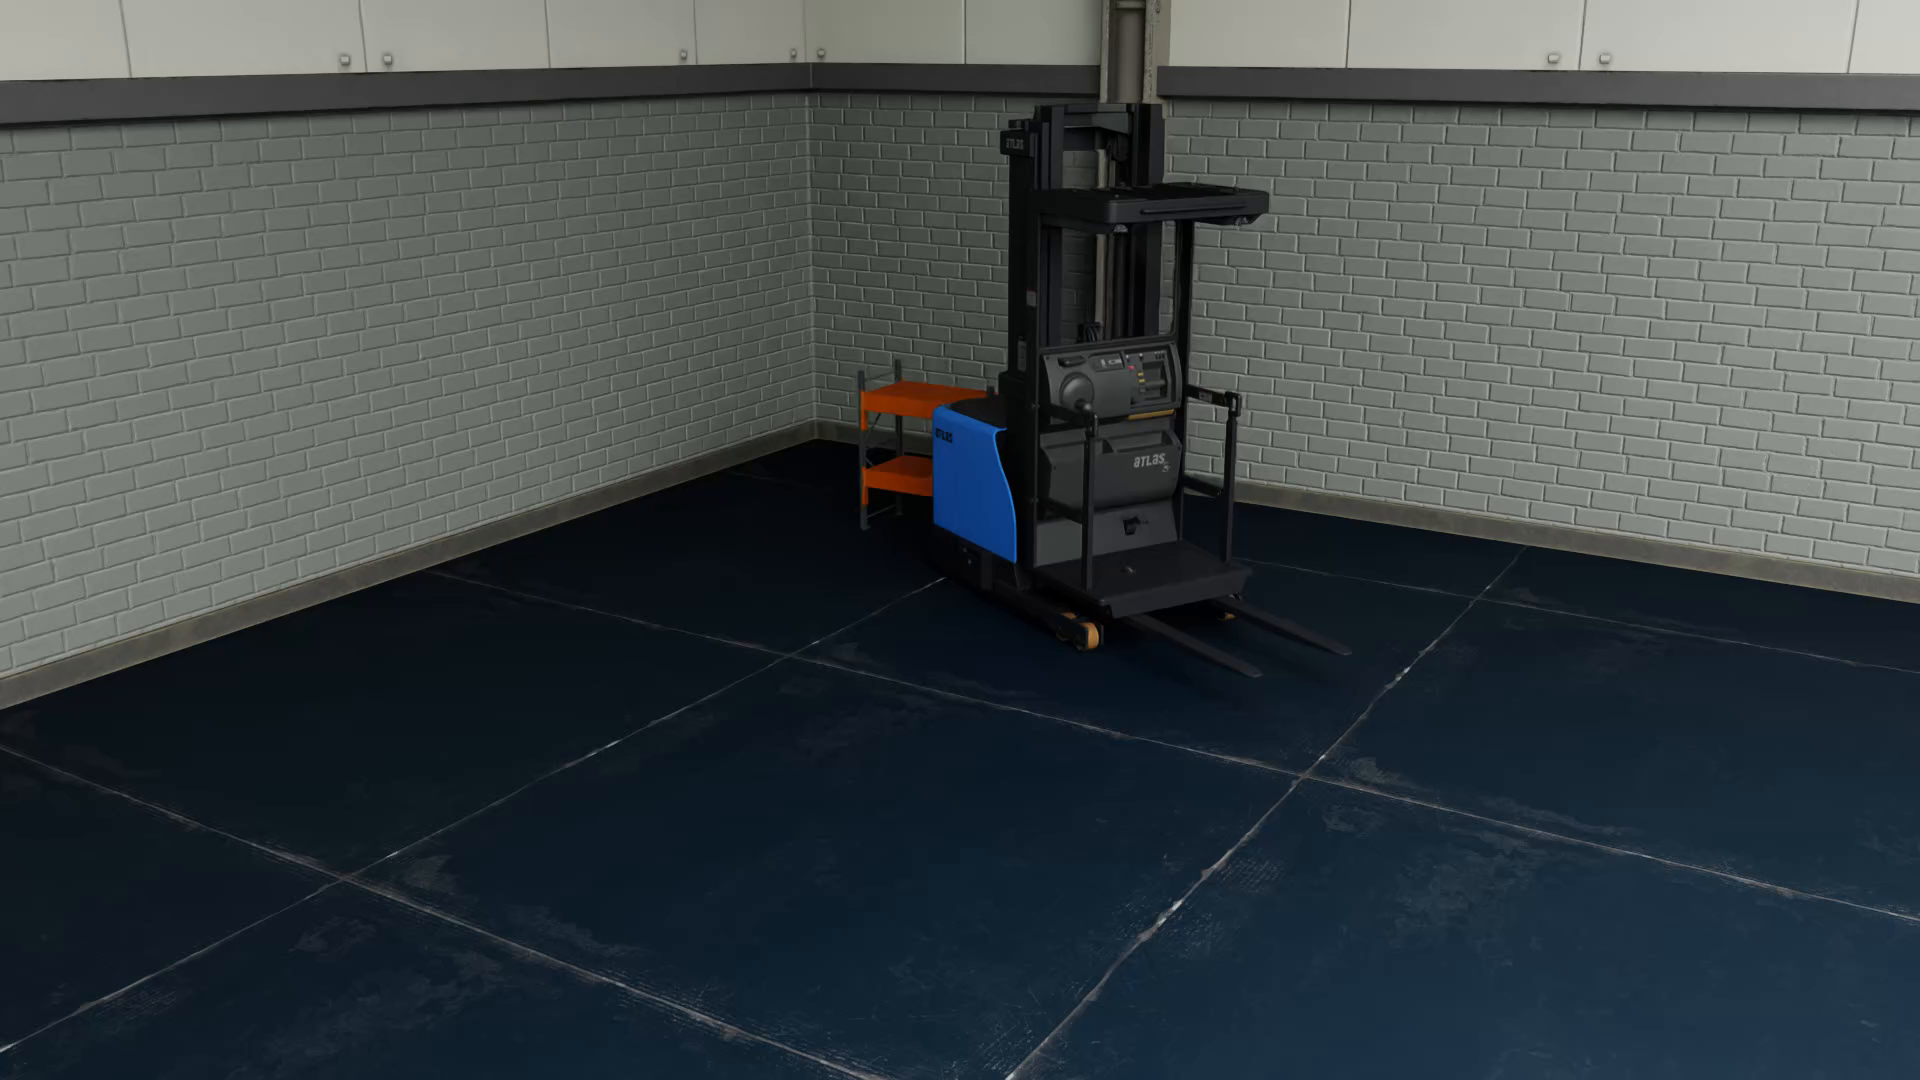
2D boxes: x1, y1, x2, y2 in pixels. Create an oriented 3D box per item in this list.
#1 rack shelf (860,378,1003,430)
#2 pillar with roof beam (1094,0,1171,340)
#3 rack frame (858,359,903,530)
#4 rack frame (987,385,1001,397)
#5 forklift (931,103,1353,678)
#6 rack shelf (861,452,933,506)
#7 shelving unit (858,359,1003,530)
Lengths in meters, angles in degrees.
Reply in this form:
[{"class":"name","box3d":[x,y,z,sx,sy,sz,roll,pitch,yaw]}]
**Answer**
[{"class":"rack shelf","box3d":[-0.119,-0.876,11.322,1.000,0.278,0.538,10,20,30]},{"class":"pillar with roof beam","box3d":[-1.017,-3.630,7.849,0.400,9.000,9.100,10,20,30]},{"class":"rack frame","box3d":[-0.554,-0.672,11.658,0.032,1.125,0.500,10,20,30]},{"class":"rack frame","box3d":[0.317,-0.519,11.156,0.032,1.125,0.500,10,20,30]},{"class":"forklift","box3d":[0.994,-0.930,9.399,1.130,2.935,3.031,-10,19,-29]},{"class":"rack shelf","box3d":[-0.119,-0.362,11.478,1.000,0.278,0.538,10,20,30]},{"class":"shelving unit","box3d":[-0.119,-0.596,11.407,1.048,1.125,0.538,10,20,30]}]
